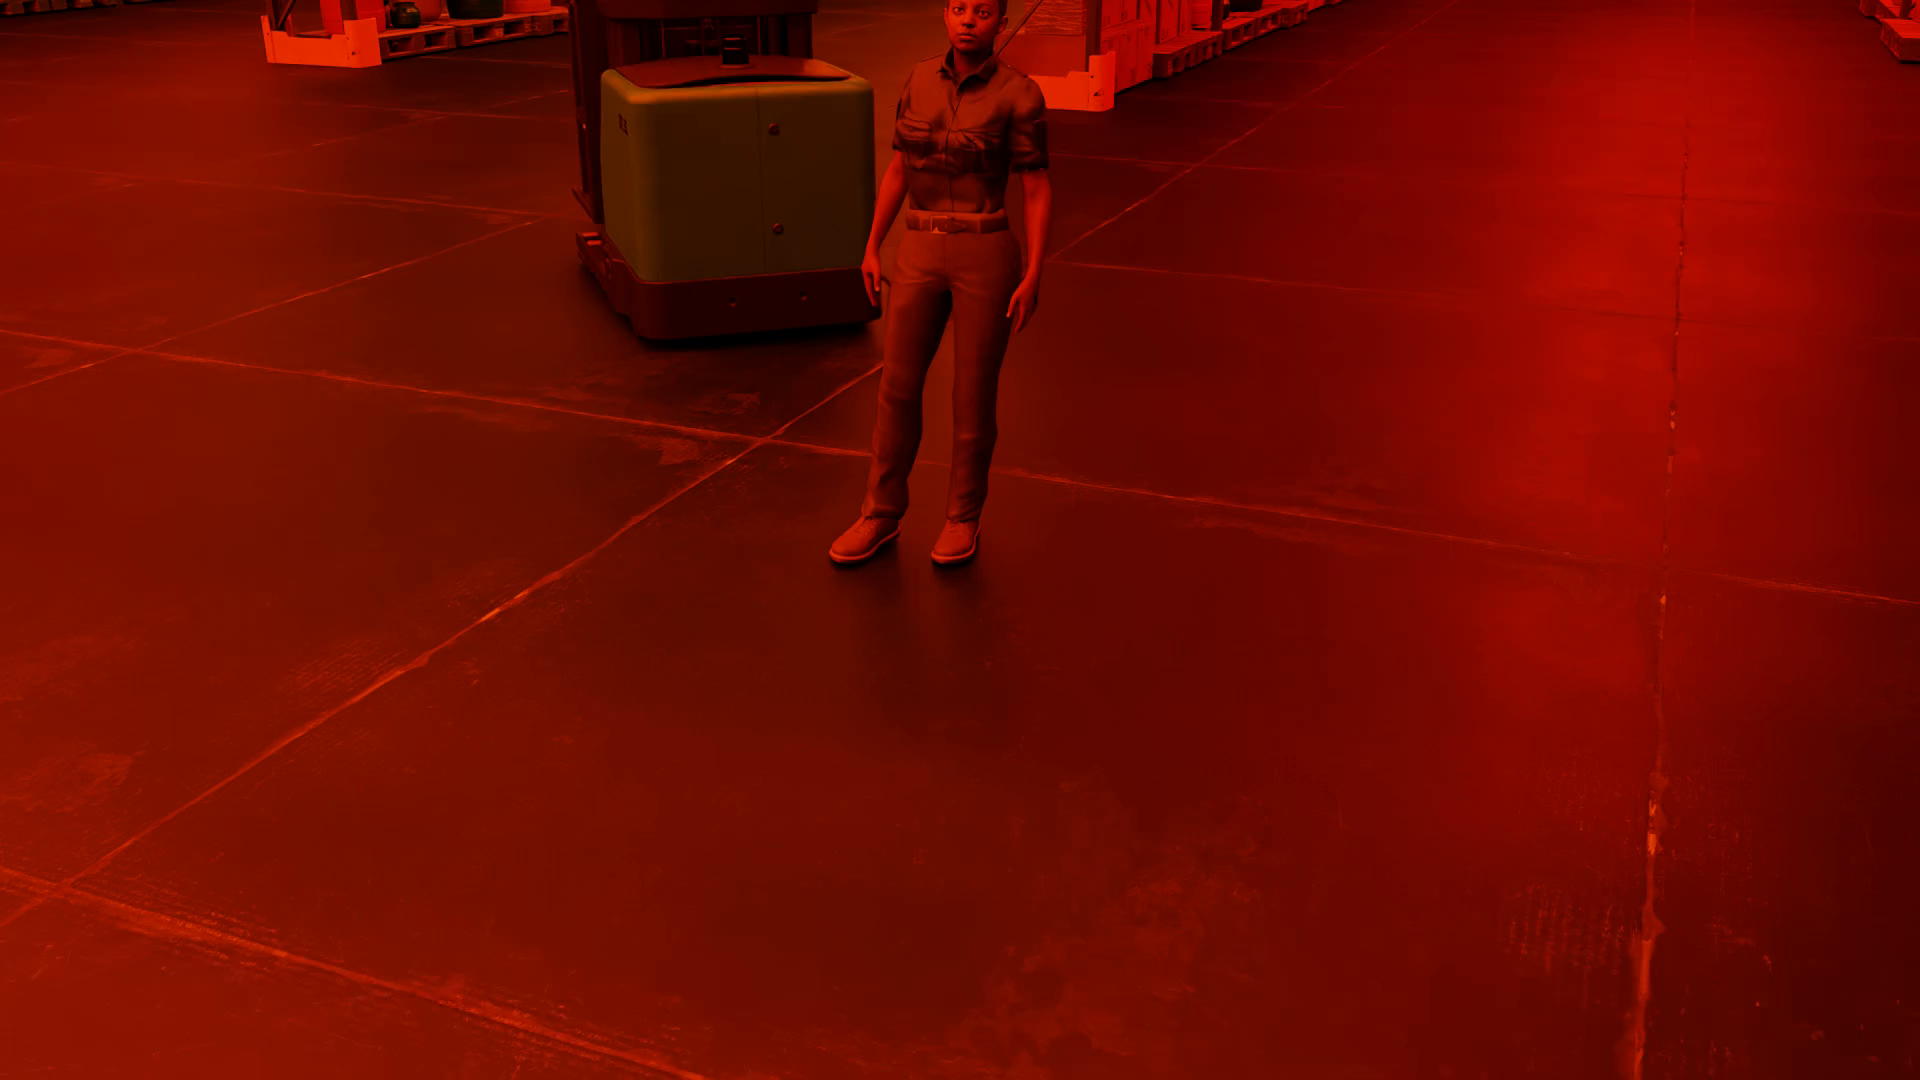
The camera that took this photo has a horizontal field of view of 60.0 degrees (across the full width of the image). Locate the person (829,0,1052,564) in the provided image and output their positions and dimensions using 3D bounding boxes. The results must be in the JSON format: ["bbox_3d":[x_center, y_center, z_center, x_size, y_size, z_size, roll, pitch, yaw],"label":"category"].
[{"bbox_3d":[-0.052,-0.742,4.703,0.569,1.656,0.503,9,24,21],"label":"person"}]

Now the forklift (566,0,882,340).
[{"bbox_3d":[-1.309,-2.721,7.802,1.130,2.935,3.031,-8,24,-18],"label":"forklift"}]
